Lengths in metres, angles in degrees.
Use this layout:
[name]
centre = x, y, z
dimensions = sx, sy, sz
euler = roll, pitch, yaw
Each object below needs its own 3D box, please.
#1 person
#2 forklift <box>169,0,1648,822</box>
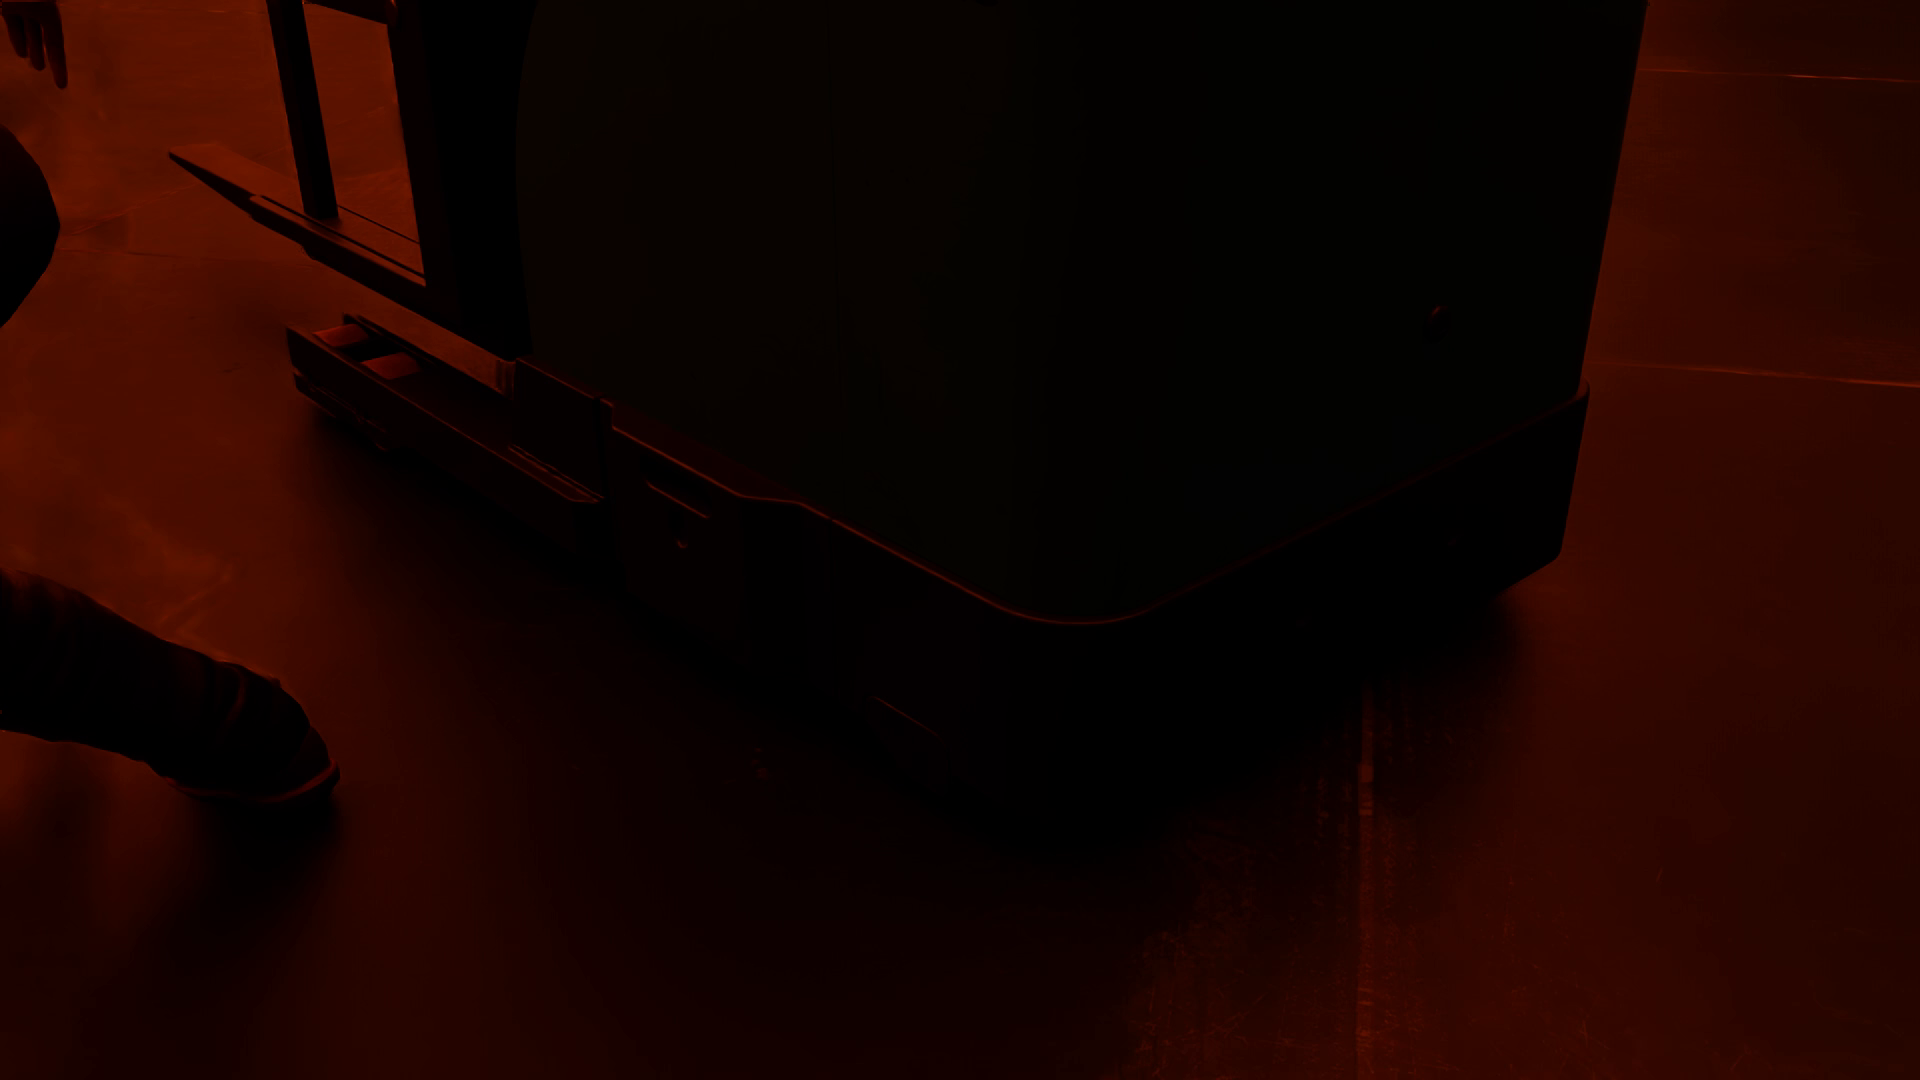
[person]
centre = -1.133, -0.259, 1.460
dimensions = 0.854, 1.426, 0.913
euler = 9, 28, 17
[forklift]
centre = -0.520, -1.590, 2.398
dimensions = 1.130, 2.935, 3.031
euler = -22, 34, -37
